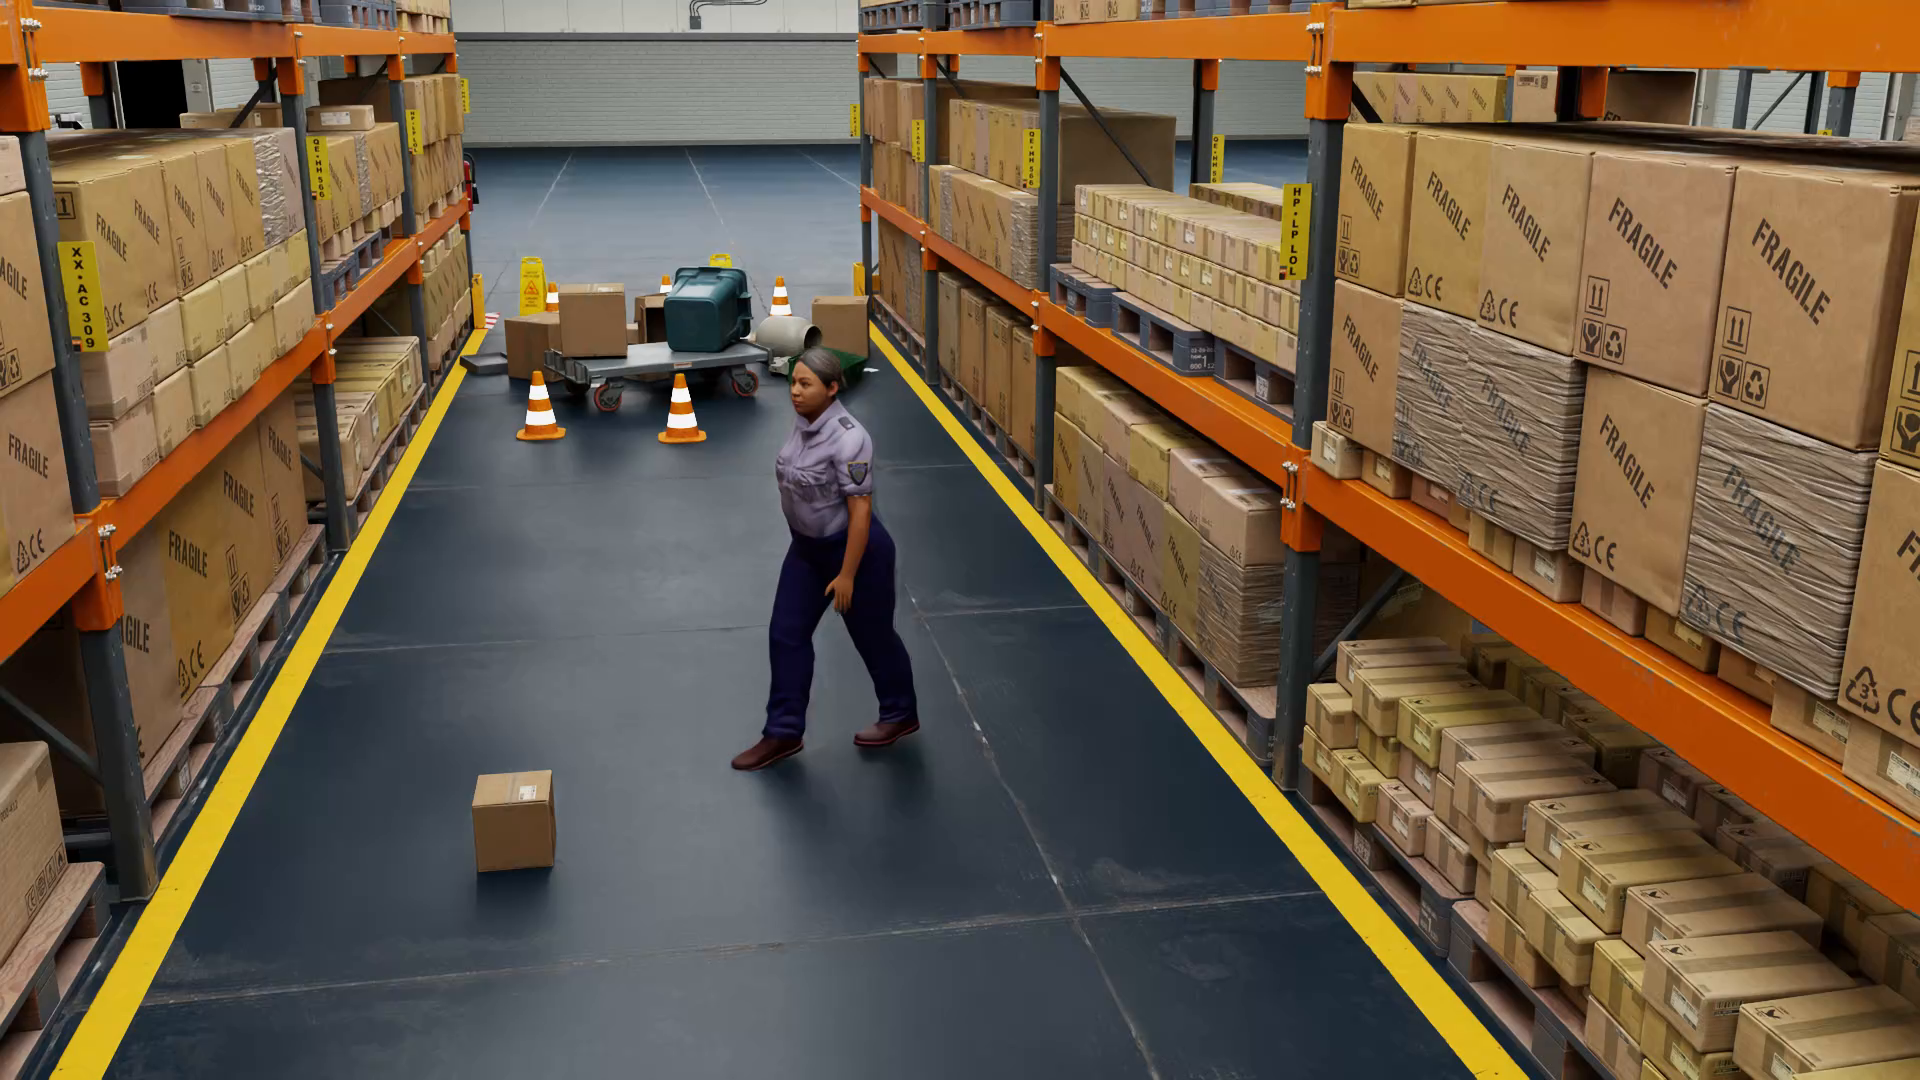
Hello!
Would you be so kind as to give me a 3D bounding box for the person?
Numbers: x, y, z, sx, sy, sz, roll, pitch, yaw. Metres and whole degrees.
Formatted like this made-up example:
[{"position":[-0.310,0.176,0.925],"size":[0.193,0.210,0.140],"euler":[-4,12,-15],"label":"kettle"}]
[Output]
[{"position":[-0.478,0.084,6.318],"size":[0.754,1.654,0.505],"euler":[-13,21,-38],"label":"person"}]
